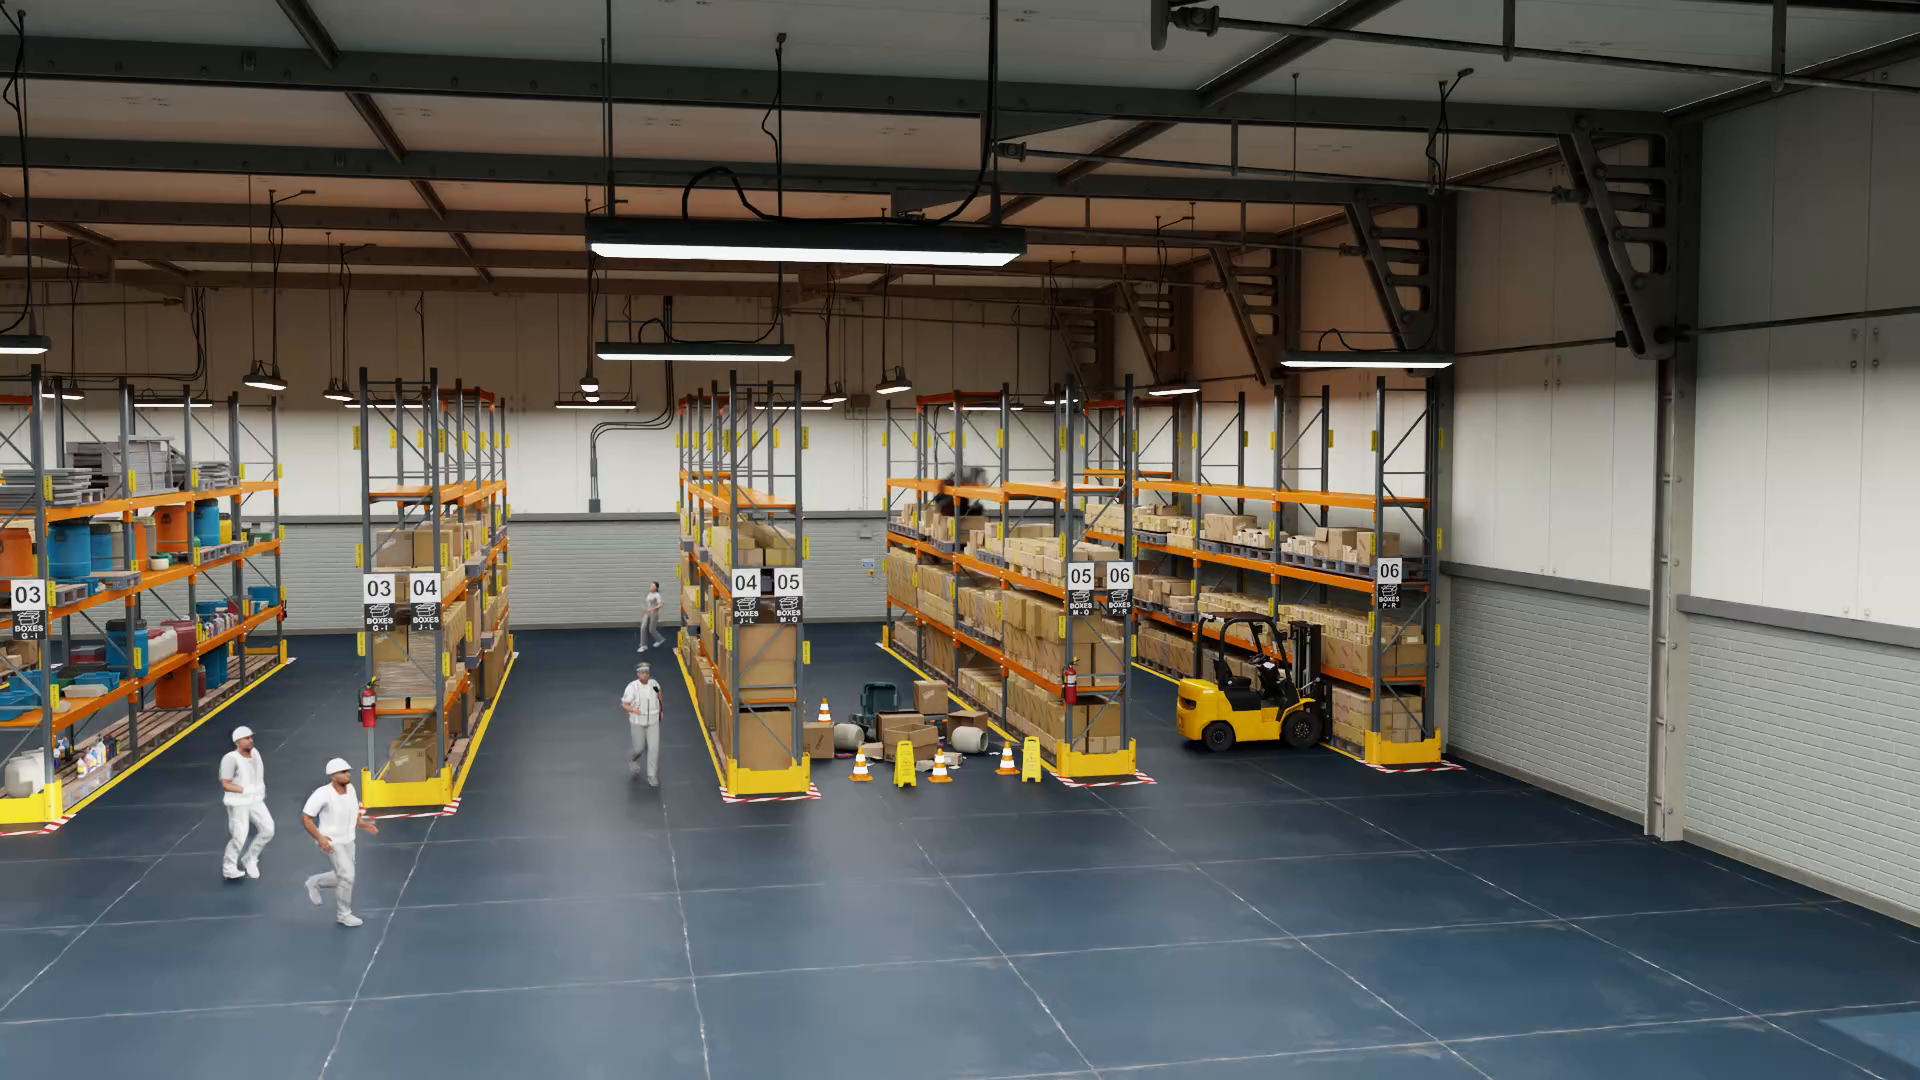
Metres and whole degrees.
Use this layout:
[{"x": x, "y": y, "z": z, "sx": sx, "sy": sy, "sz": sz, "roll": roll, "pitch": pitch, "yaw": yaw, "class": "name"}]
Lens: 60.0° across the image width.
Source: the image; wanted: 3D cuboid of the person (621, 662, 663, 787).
[{"x": -4.634, "y": 2.672, "z": 24.398, "sx": 0.664, "sy": 1.790, "sz": 0.944, "roll": -2, "pitch": 4, "yaw": -27, "class": "person"}]

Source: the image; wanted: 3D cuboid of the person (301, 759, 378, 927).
[{"x": -6.545, "y": 3.120, "z": 17.262, "sx": 0.771, "sy": 1.726, "sz": 0.676, "roll": 1, "pitch": 4, "yaw": 18, "class": "person"}]

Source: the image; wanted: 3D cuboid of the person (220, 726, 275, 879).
[{"x": -8.065, "y": 2.999, "z": 18.879, "sx": 0.672, "sy": 1.786, "sz": 0.719, "roll": 1, "pitch": 4, "yaw": 21, "class": "person"}]

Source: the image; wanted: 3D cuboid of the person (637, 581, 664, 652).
[{"x": -7.313, "y": 1.818, "z": 39.743, "sx": 0.584, "sy": 1.672, "sz": 0.819, "roll": 2, "pitch": 4, "yaw": 35, "class": "person"}]
